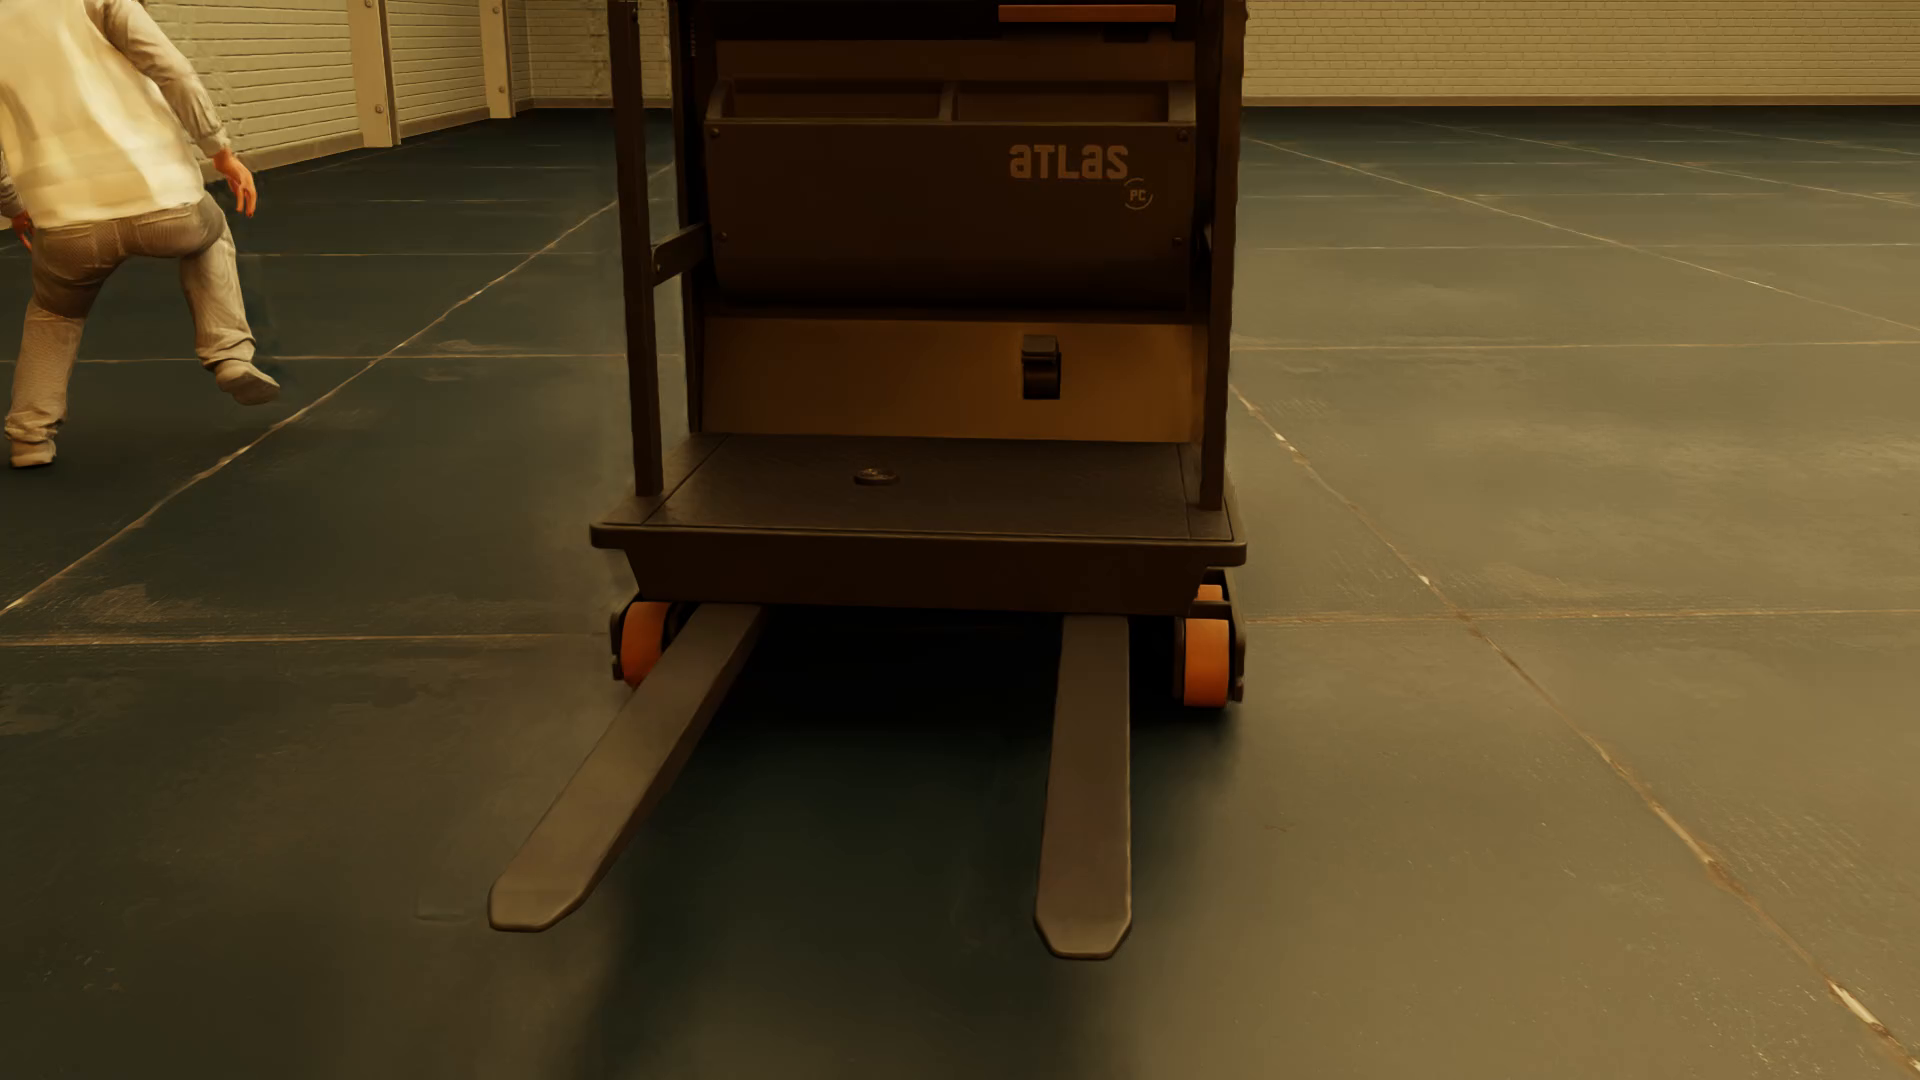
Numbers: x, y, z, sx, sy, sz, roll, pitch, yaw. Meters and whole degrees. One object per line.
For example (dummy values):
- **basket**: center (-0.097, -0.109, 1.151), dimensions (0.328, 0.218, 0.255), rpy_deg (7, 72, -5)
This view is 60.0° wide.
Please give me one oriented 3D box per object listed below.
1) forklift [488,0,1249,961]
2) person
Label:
- **forklift**: center (-0.036, -1.204, 2.843), dimensions (1.130, 2.935, 3.031), rpy_deg (2, 17, 5)
- **person**: center (-2.340, -0.981, 4.597), dimensions (0.781, 1.541, 0.678), rpy_deg (-4, 18, -14)
